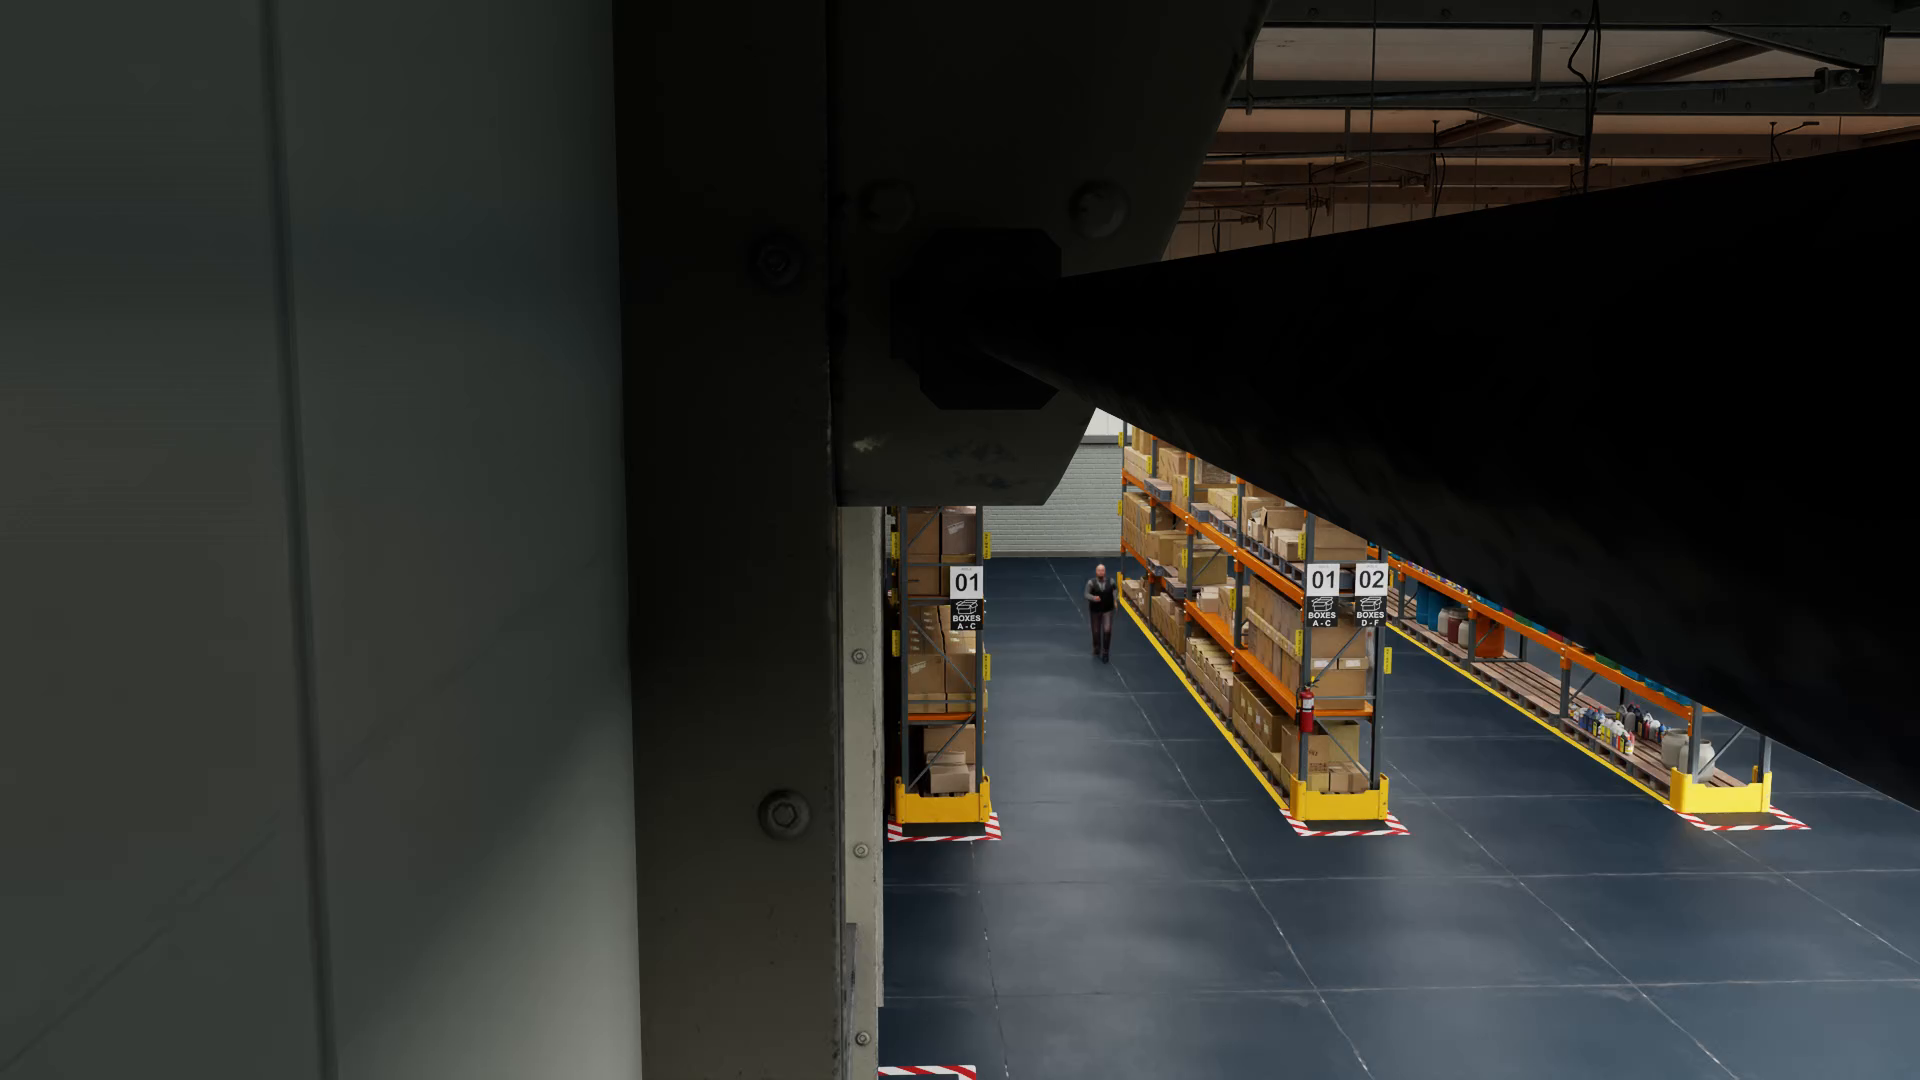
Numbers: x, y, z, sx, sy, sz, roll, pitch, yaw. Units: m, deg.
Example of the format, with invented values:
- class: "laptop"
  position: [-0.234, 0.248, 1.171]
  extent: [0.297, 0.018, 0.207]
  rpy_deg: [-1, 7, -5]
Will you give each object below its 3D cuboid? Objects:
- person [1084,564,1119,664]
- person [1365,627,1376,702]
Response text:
- class: "person"
  position: [2.526, 1.314, 29.742]
  extent: [0.625, 1.775, 0.832]
  rpy_deg: [0, 8, 3]
- class: "person"
  position: [6.550, 1.735, 26.904]
  extent: [0.543, 1.713, 0.817]
  rpy_deg: [-1, 8, -9]
